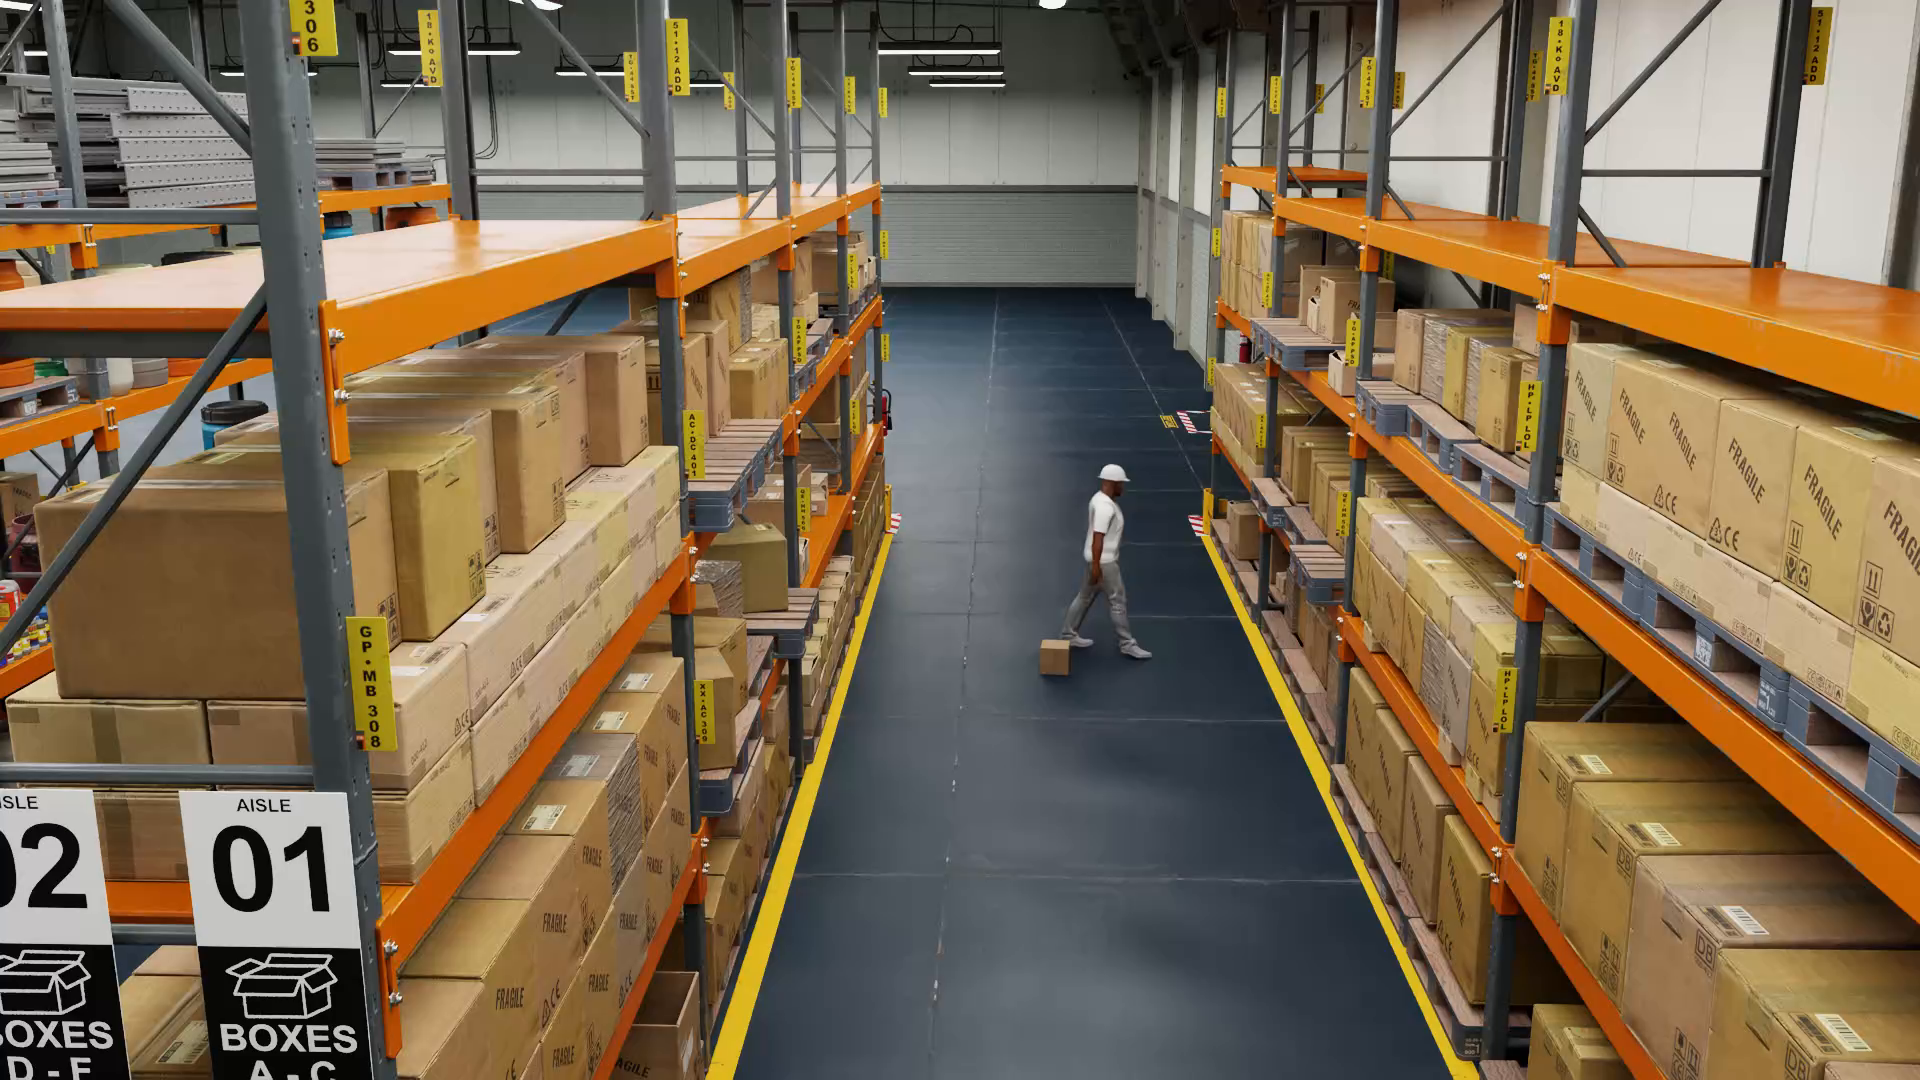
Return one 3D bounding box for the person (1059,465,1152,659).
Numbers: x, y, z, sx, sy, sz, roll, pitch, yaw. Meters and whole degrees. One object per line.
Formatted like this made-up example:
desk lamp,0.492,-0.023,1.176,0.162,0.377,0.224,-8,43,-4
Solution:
person,1.338,0.172,15.223,0.835,1.738,0.618,0,14,1
